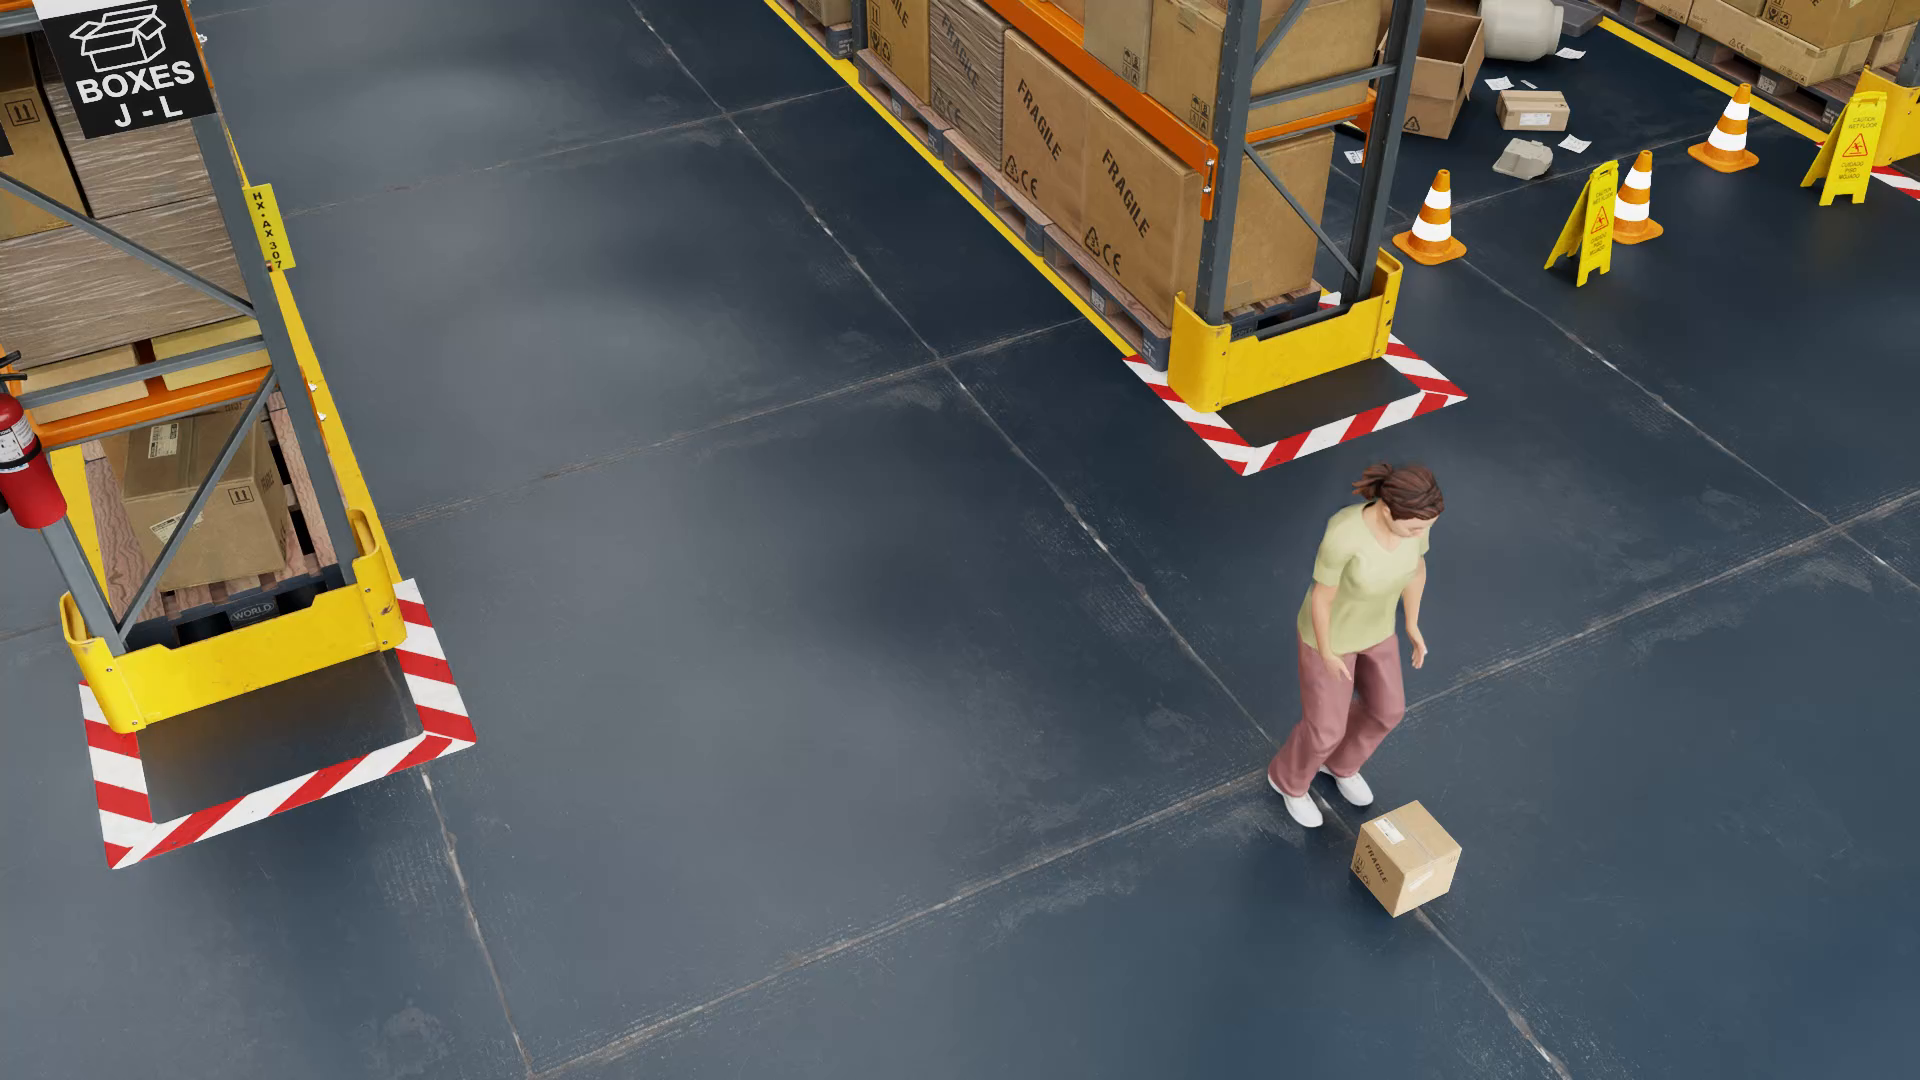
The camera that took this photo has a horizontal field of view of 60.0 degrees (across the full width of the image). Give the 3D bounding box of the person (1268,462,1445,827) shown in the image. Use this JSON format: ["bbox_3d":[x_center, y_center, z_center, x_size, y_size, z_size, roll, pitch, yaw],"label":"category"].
[{"bbox_3d":[1.401,0.343,5.815,0.470,1.627,0.388,-18,44,-19],"label":"person"}]
